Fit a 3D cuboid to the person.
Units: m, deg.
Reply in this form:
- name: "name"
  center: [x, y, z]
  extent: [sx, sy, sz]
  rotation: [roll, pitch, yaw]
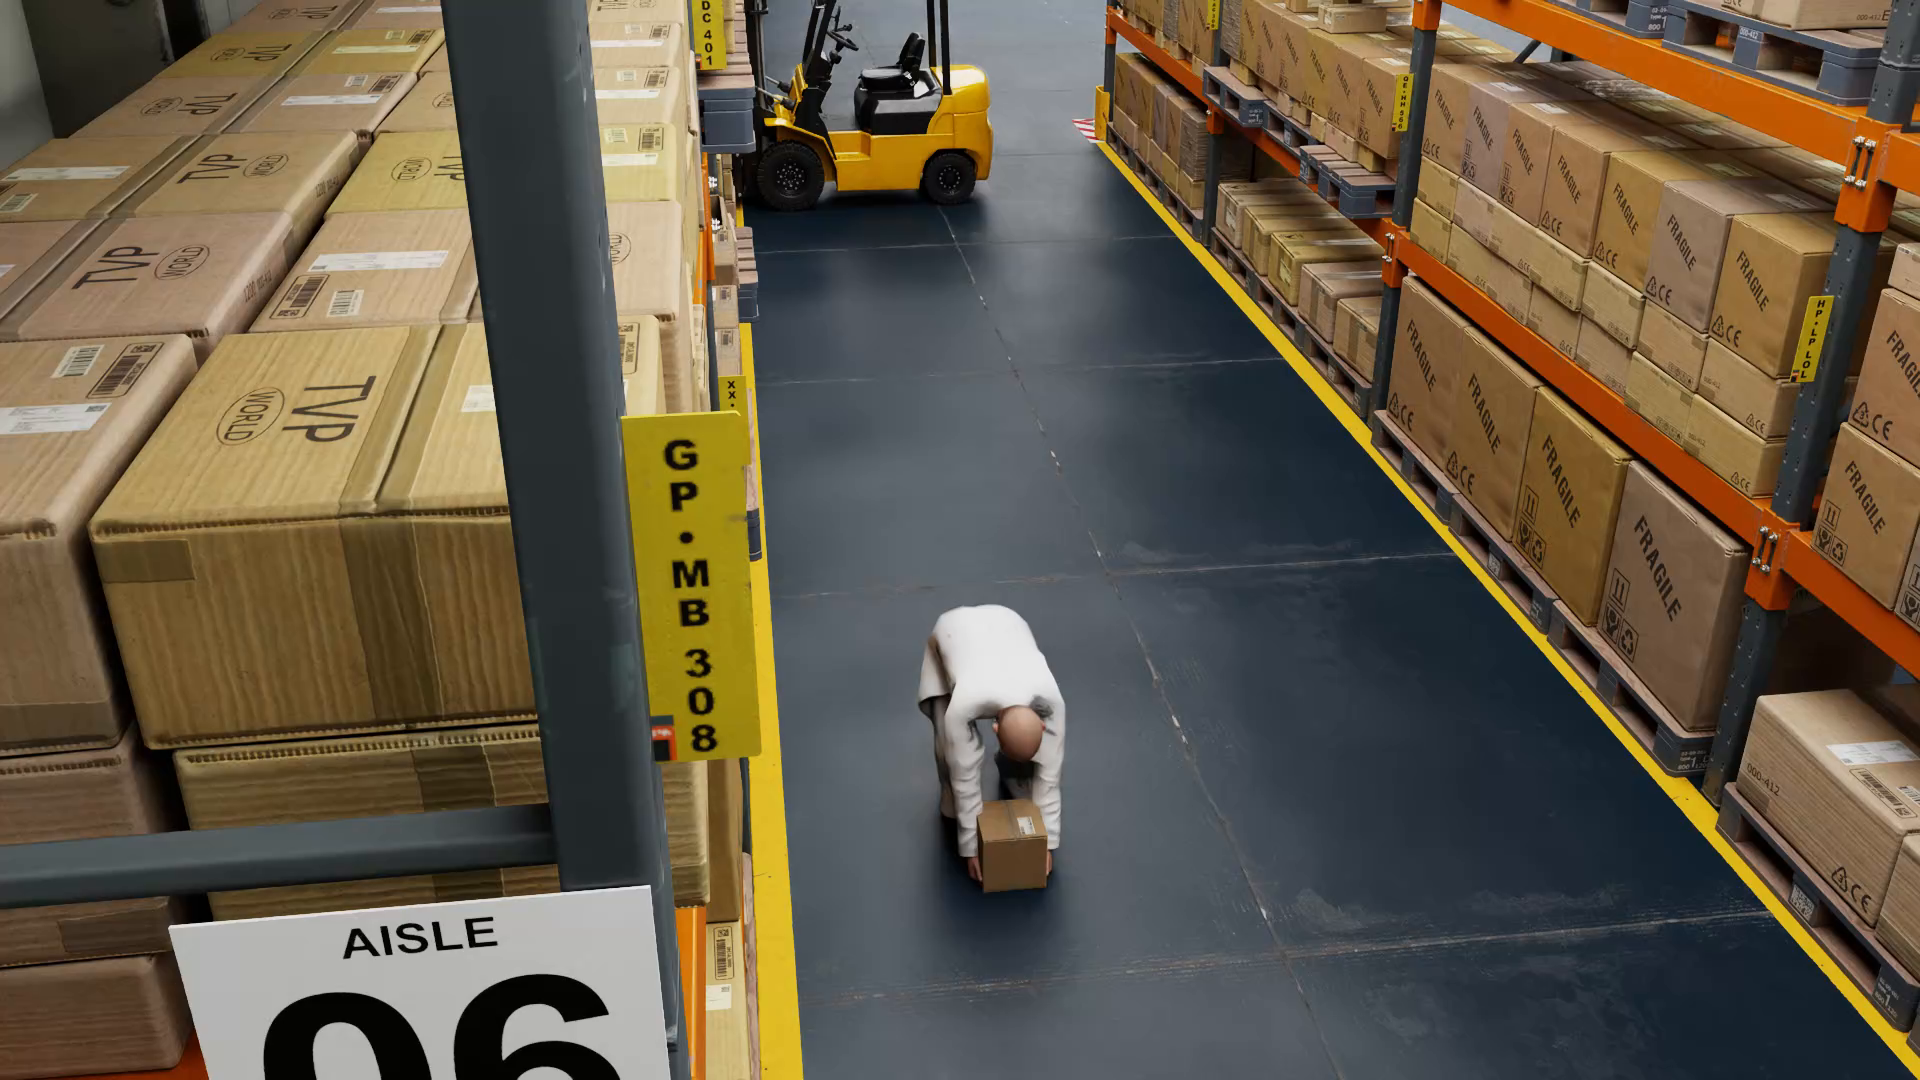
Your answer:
- name: "person"
  center: [0.136, 0.766, 6.645]
  extent: [0.591, 0.886, 0.953]
  rotation: [-5, 27, -9]
